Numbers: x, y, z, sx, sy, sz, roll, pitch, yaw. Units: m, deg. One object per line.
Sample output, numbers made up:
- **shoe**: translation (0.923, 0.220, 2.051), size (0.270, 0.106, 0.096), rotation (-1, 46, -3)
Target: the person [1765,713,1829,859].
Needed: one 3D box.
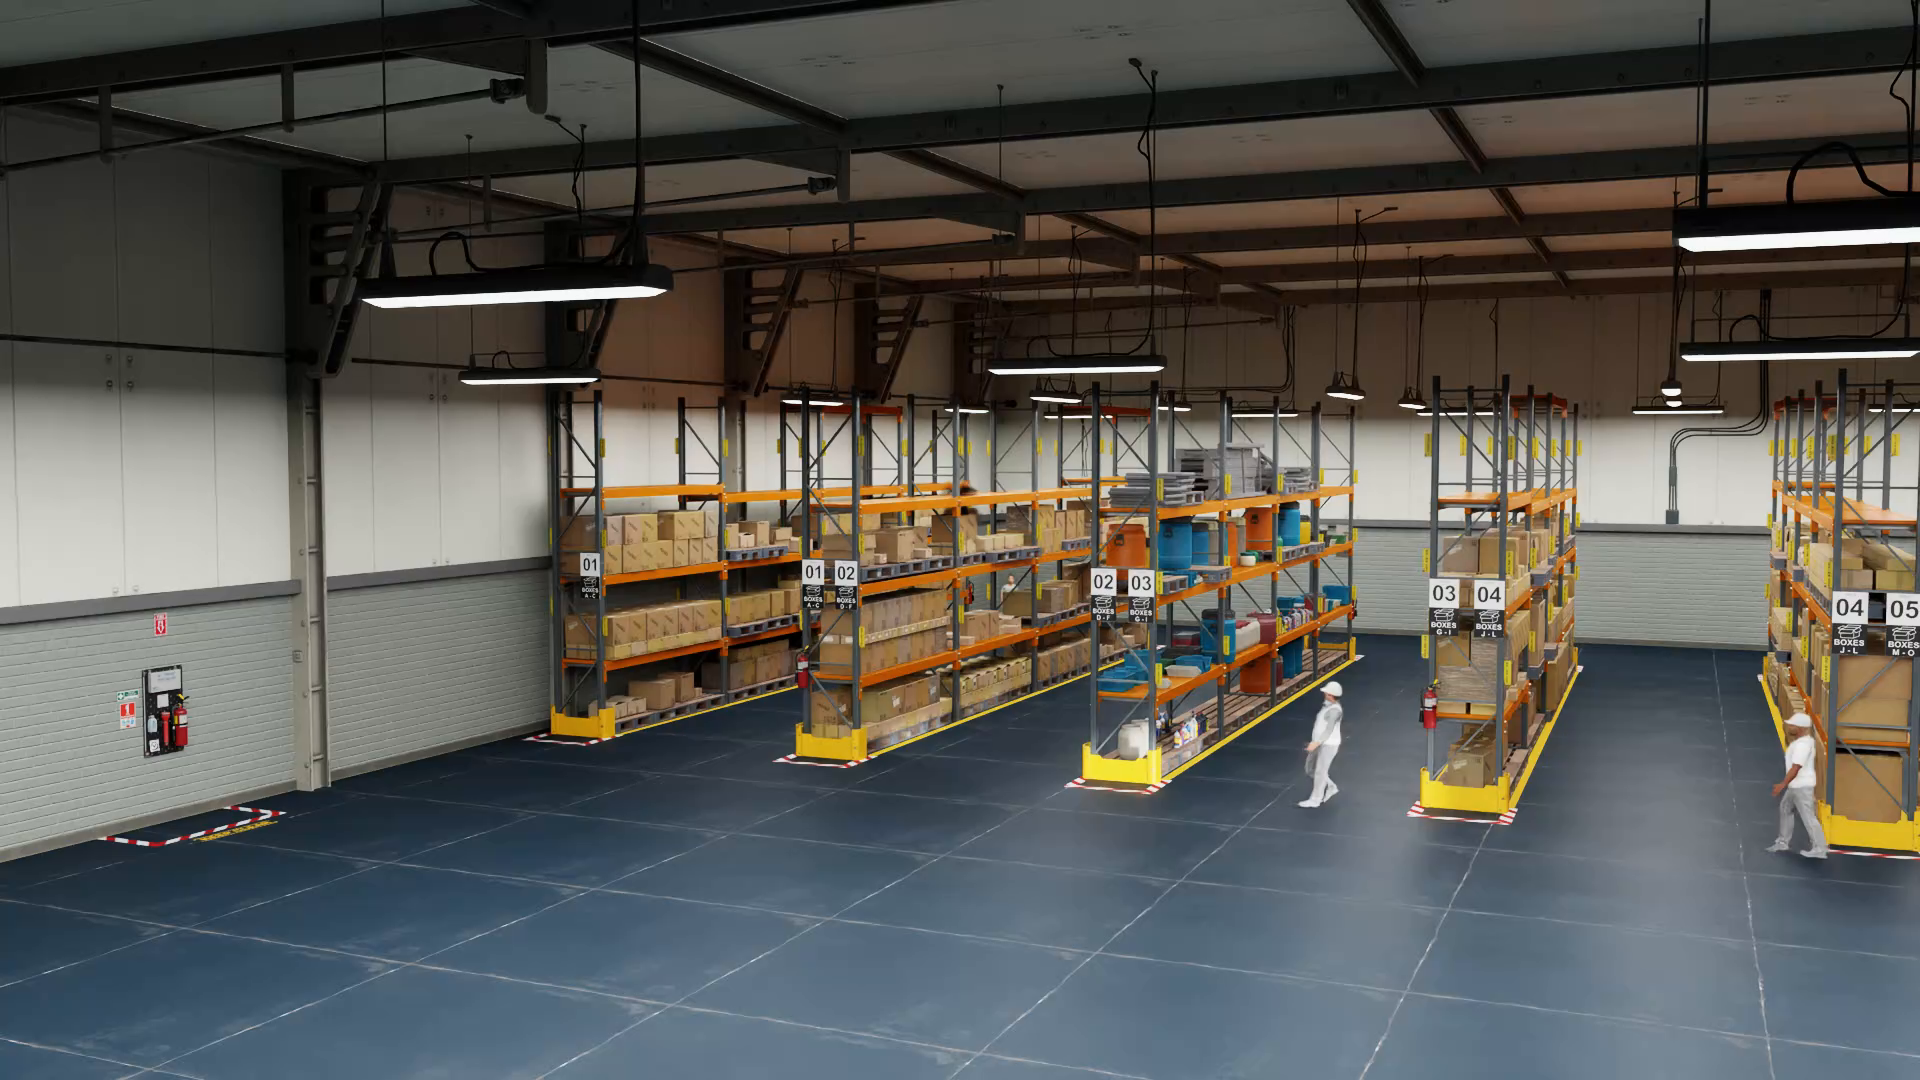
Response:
- **person**: translation (10.232, 3.013, 20.326), size (0.747, 1.798, 0.654), rotation (2, 4, 34)

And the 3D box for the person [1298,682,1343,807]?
- **person**: translation (5.020, 2.841, 23.176), size (0.627, 1.753, 0.595), rotation (-1, 3, -10)

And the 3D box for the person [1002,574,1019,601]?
- **person**: translation (1.347, 1.725, 44.354), size (0.470, 1.617, 1.060), rotation (0, 3, -2)
